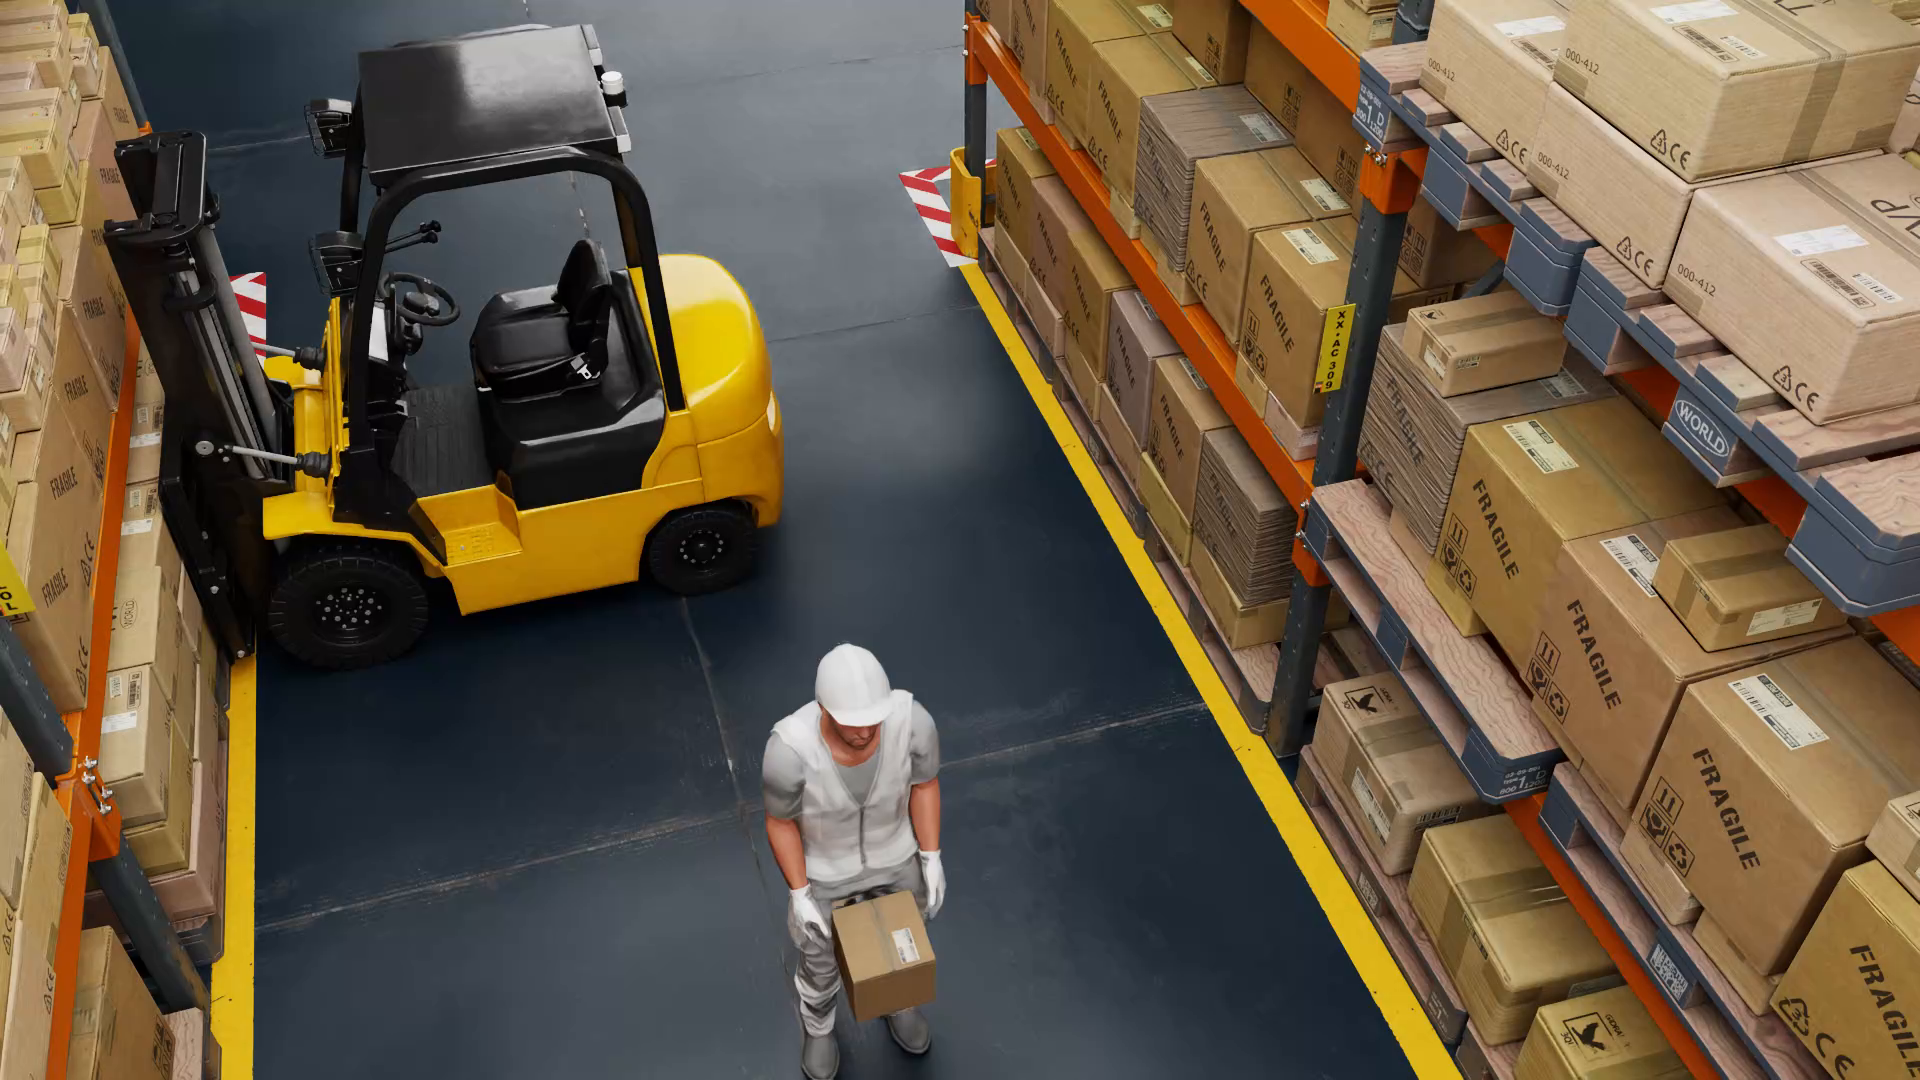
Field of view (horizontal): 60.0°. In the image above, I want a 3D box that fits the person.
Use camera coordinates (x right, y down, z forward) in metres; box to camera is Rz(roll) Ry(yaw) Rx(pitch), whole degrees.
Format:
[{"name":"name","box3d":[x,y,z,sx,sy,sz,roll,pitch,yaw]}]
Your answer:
[{"name":"person","box3d":[-0.302,0.981,5.046,0.539,1.790,0.437,-13,43,-14]}]
